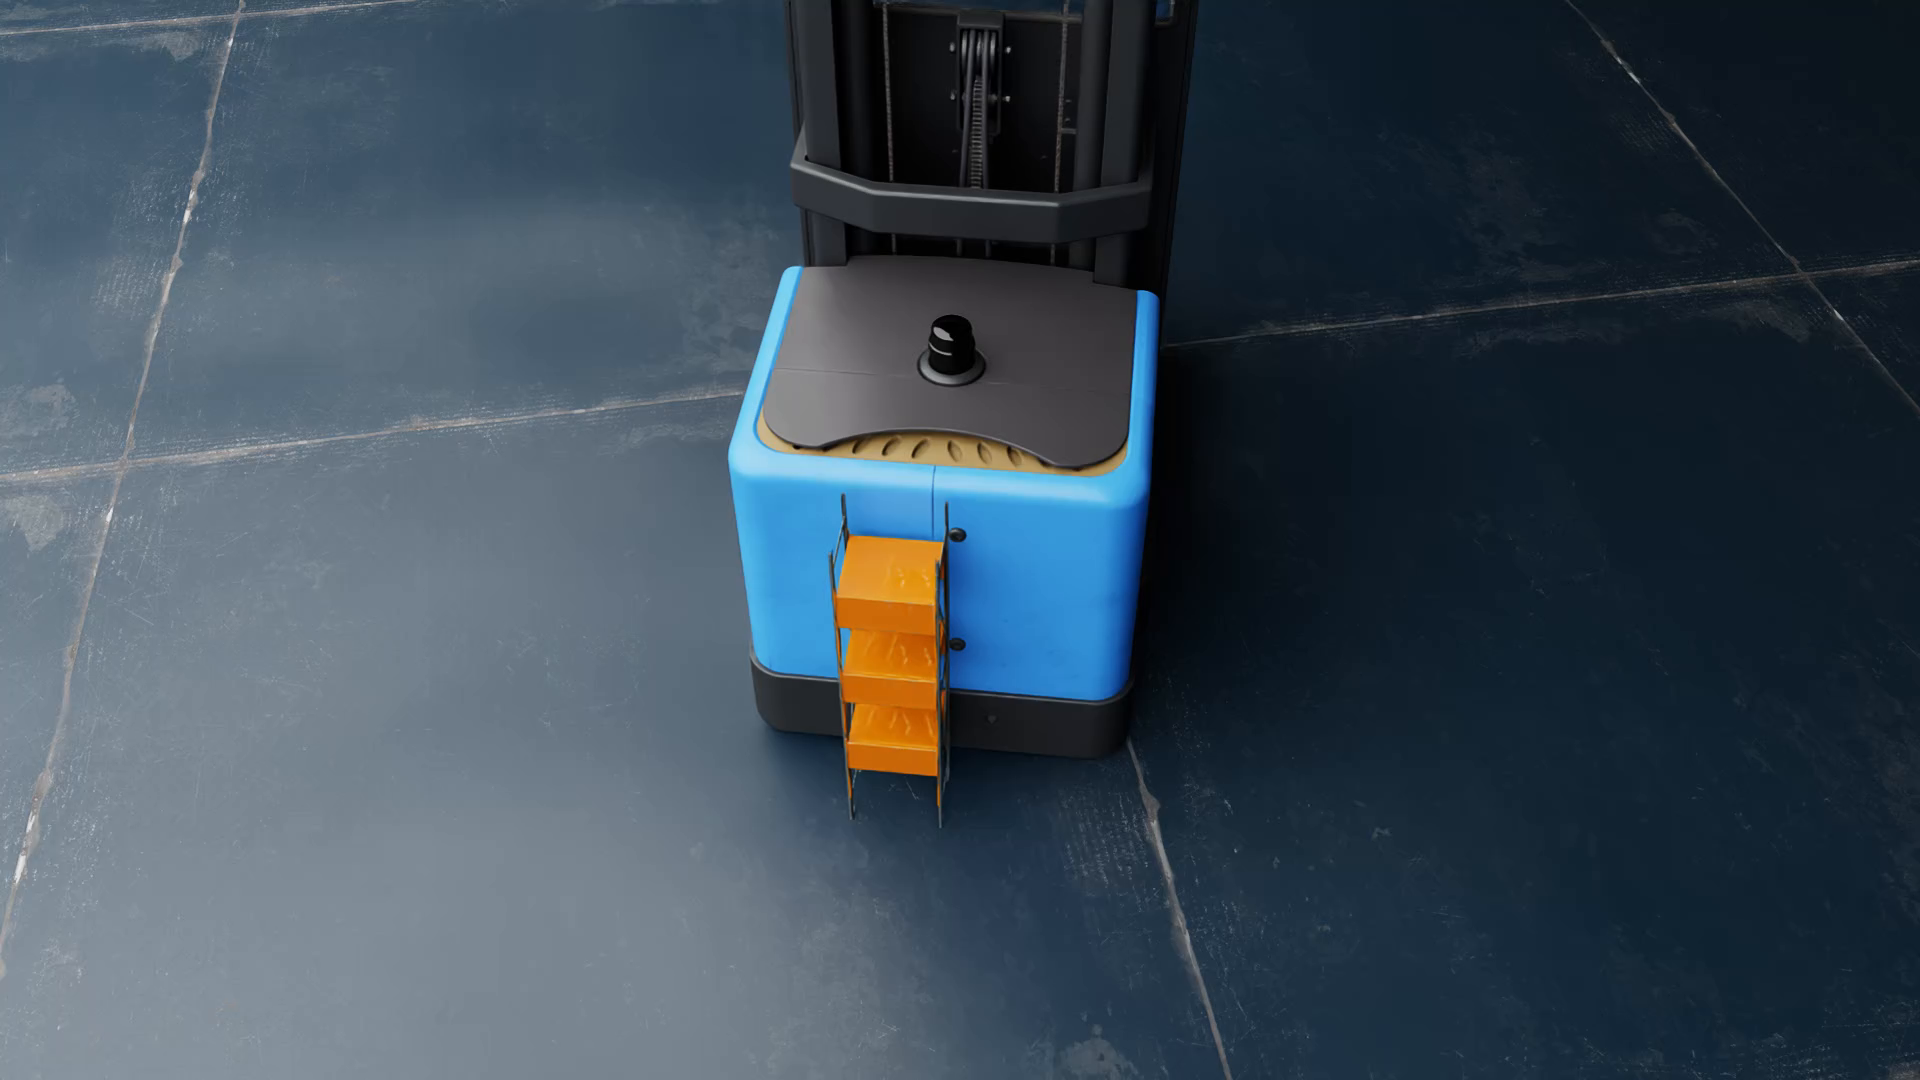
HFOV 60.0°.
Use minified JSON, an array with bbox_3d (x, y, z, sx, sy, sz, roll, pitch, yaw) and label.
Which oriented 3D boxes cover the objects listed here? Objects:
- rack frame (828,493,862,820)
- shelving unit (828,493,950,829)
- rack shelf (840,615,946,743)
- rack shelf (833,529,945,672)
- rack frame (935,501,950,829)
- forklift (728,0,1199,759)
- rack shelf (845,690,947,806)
[{"bbox_3d":[-0.284,0.325,4.208,0.008,1.050,0.200,5,46,4],"label":"rack frame"},{"bbox_3d":[-0.163,0.335,4.198,0.252,1.050,0.215,5,46,4],"label":"shelving unit"},{"bbox_3d":[-0.163,0.342,4.206,0.240,0.259,0.215,5,46,4],"label":"rack shelf"},{"bbox_3d":[-0.163,0.145,4.001,0.240,0.259,0.215,5,46,4],"label":"rack shelf"},{"bbox_3d":[-0.042,0.345,4.189,0.008,1.050,0.200,5,46,4],"label":"rack frame"},{"bbox_3d":[0.106,-1.483,4.644,1.130,2.935,3.031,5,46,4],"label":"forklift"},{"bbox_3d":[-0.163,0.535,4.406,0.240,0.259,0.215,5,46,4],"label":"rack shelf"}]
